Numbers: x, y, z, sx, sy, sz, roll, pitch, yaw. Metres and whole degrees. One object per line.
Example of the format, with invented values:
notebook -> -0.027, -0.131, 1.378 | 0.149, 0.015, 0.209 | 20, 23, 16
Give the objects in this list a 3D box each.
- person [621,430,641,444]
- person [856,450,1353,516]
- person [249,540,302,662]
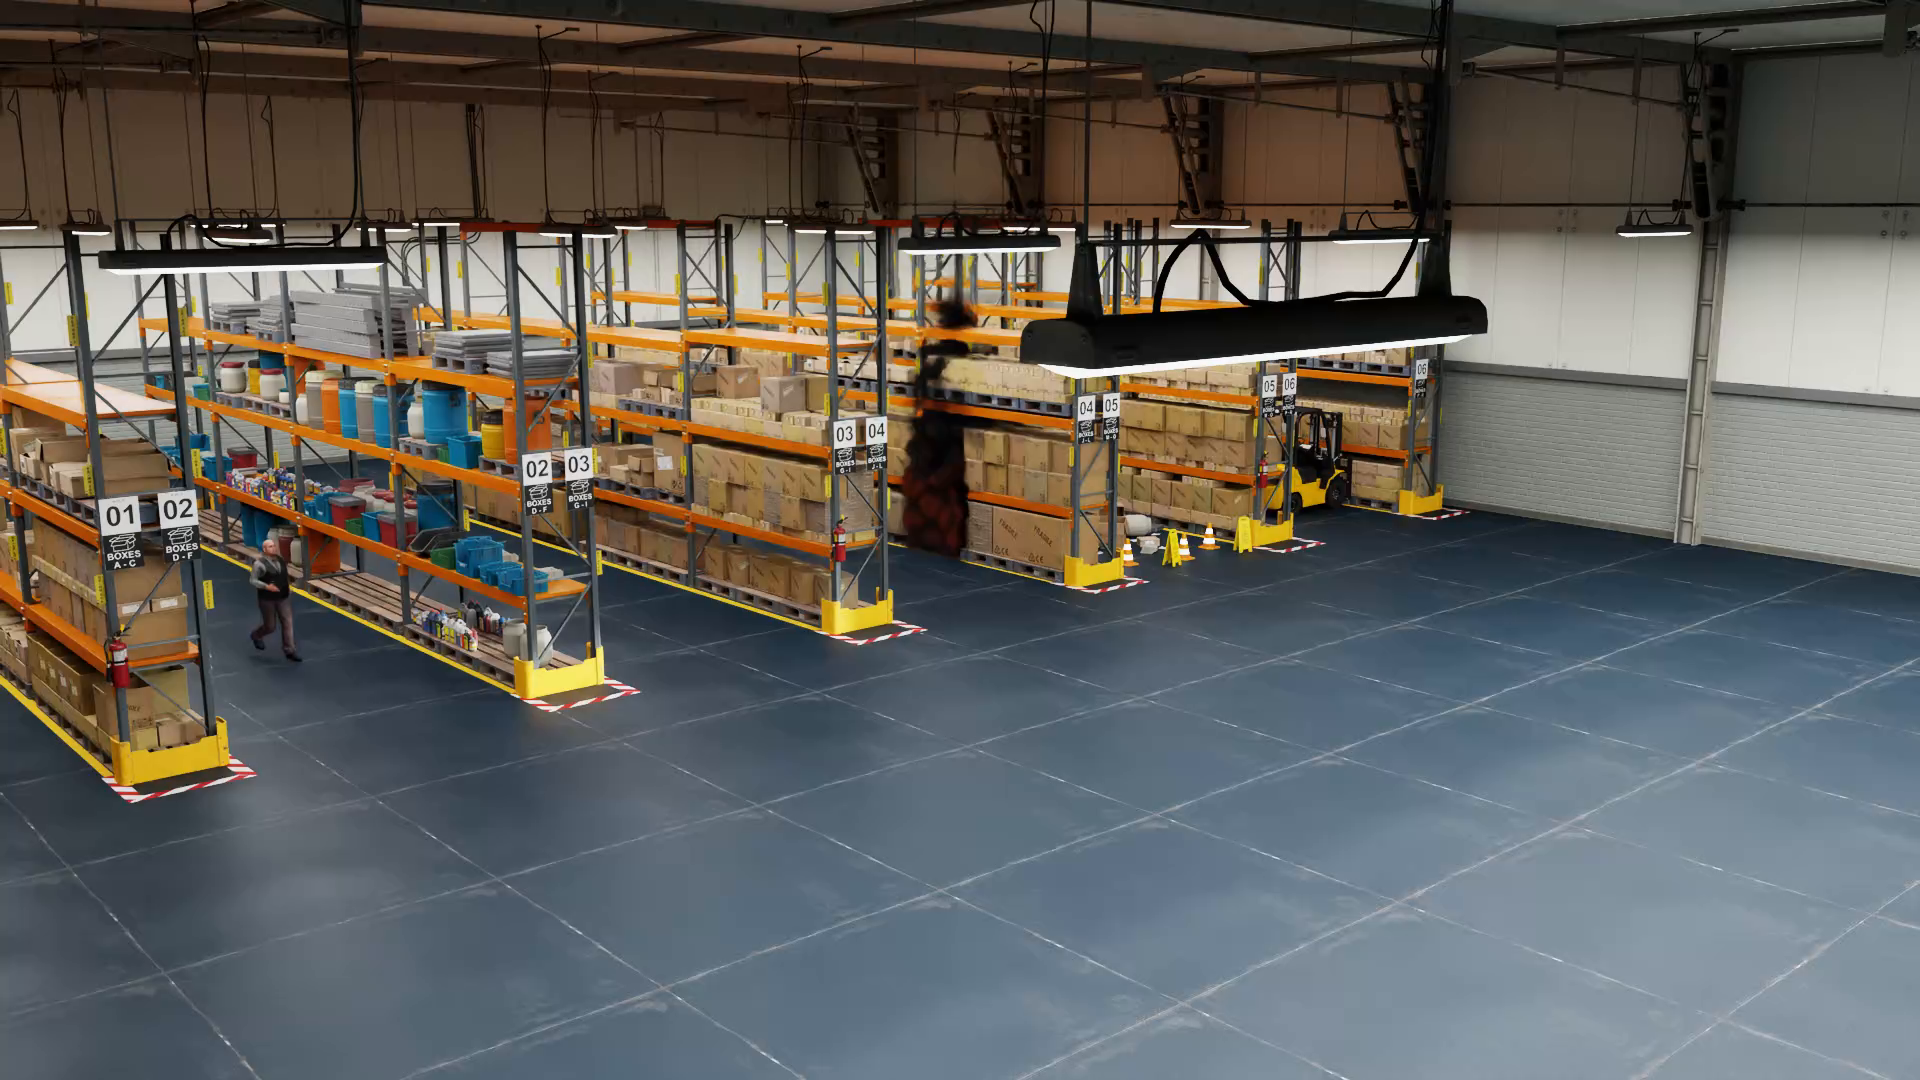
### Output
person -> -8.258, -2.883, 41.793 | 0.826, 1.820, 0.723 | -8, 14, -34
person -> 3.603, -1.348, 33.224 | 6.262, 2.006, 11.480 | 7, 13, 32
person -> -9.654, 0.836, 23.365 | 0.966, 1.715, 0.663 | 7, 14, 32
